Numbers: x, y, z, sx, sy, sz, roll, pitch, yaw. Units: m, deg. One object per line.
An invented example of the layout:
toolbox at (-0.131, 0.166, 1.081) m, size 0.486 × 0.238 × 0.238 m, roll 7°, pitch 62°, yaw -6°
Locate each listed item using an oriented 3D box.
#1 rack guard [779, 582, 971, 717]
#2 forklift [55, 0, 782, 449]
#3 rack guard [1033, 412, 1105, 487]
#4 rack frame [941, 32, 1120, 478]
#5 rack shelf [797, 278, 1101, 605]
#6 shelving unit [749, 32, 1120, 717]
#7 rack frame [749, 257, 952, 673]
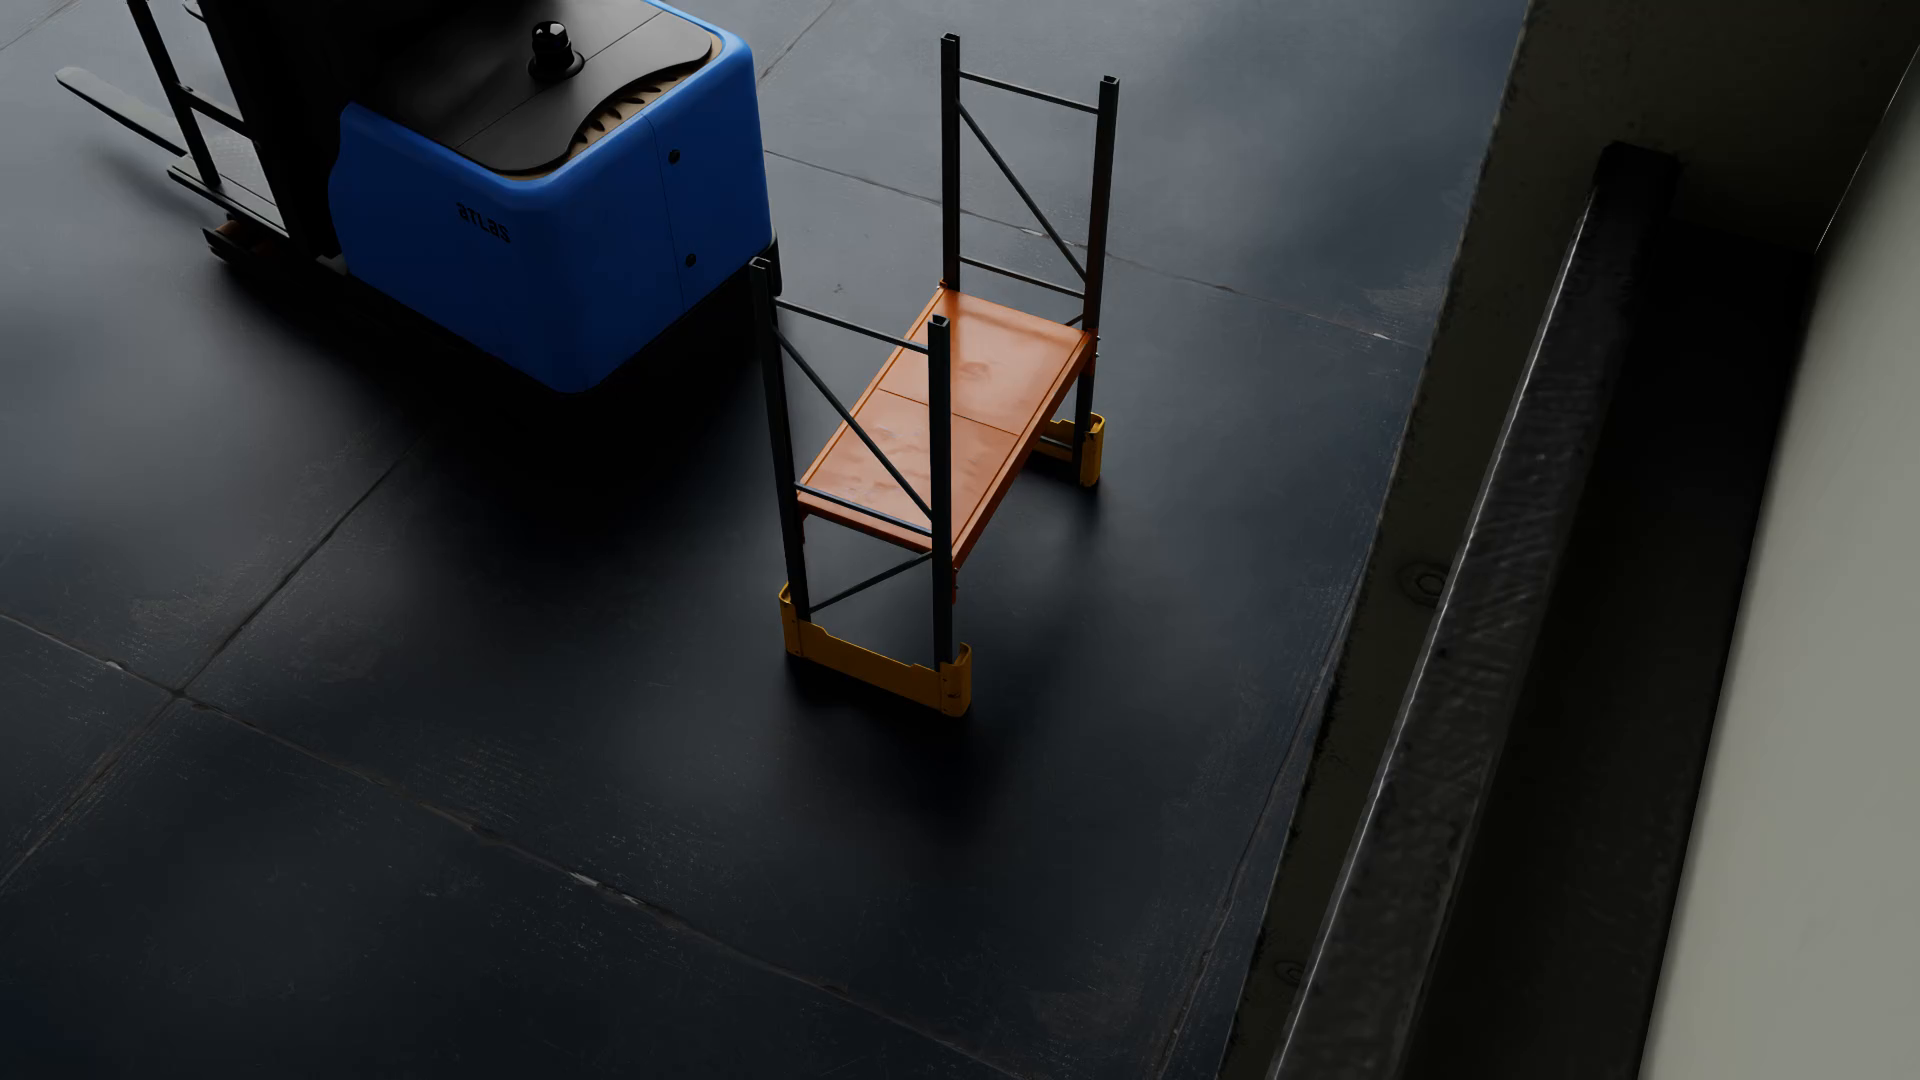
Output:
rack guard at (-0.245, 0.314, 4.818) m, size 0.587 × 0.250 × 0.087 m, roll 20°, pitch 52°, yaw 16°
forklift at (-2.125, -2.163, 5.166) m, size 3.031 × 2.935 × 1.130 m, roll 29°, pitch 55°, yaw 22°
rack guard at (0.180, -0.371, 5.402) m, size 0.587 × 0.250 × 0.087 m, roll 20°, pitch 52°, yaw 16°
rack frame at (0.181, -0.777, 4.927) m, size 0.500 × 1.500 × 0.032 m, roll 20°, pitch 52°, yaw 16°
rack shelf at (-0.036, -0.311, 4.766) m, size 0.538 × 0.185 × 1.000 m, roll 20°, pitch 52°, yaw 16°
shelving unit at (-0.033, -0.434, 4.634) m, size 0.587 × 1.500 × 1.083 m, roll 20°, pitch 52°, yaw 16°
rack frame at (-0.254, -0.077, 4.331) m, size 0.500 × 1.500 × 0.032 m, roll 20°, pitch 52°, yaw 16°
